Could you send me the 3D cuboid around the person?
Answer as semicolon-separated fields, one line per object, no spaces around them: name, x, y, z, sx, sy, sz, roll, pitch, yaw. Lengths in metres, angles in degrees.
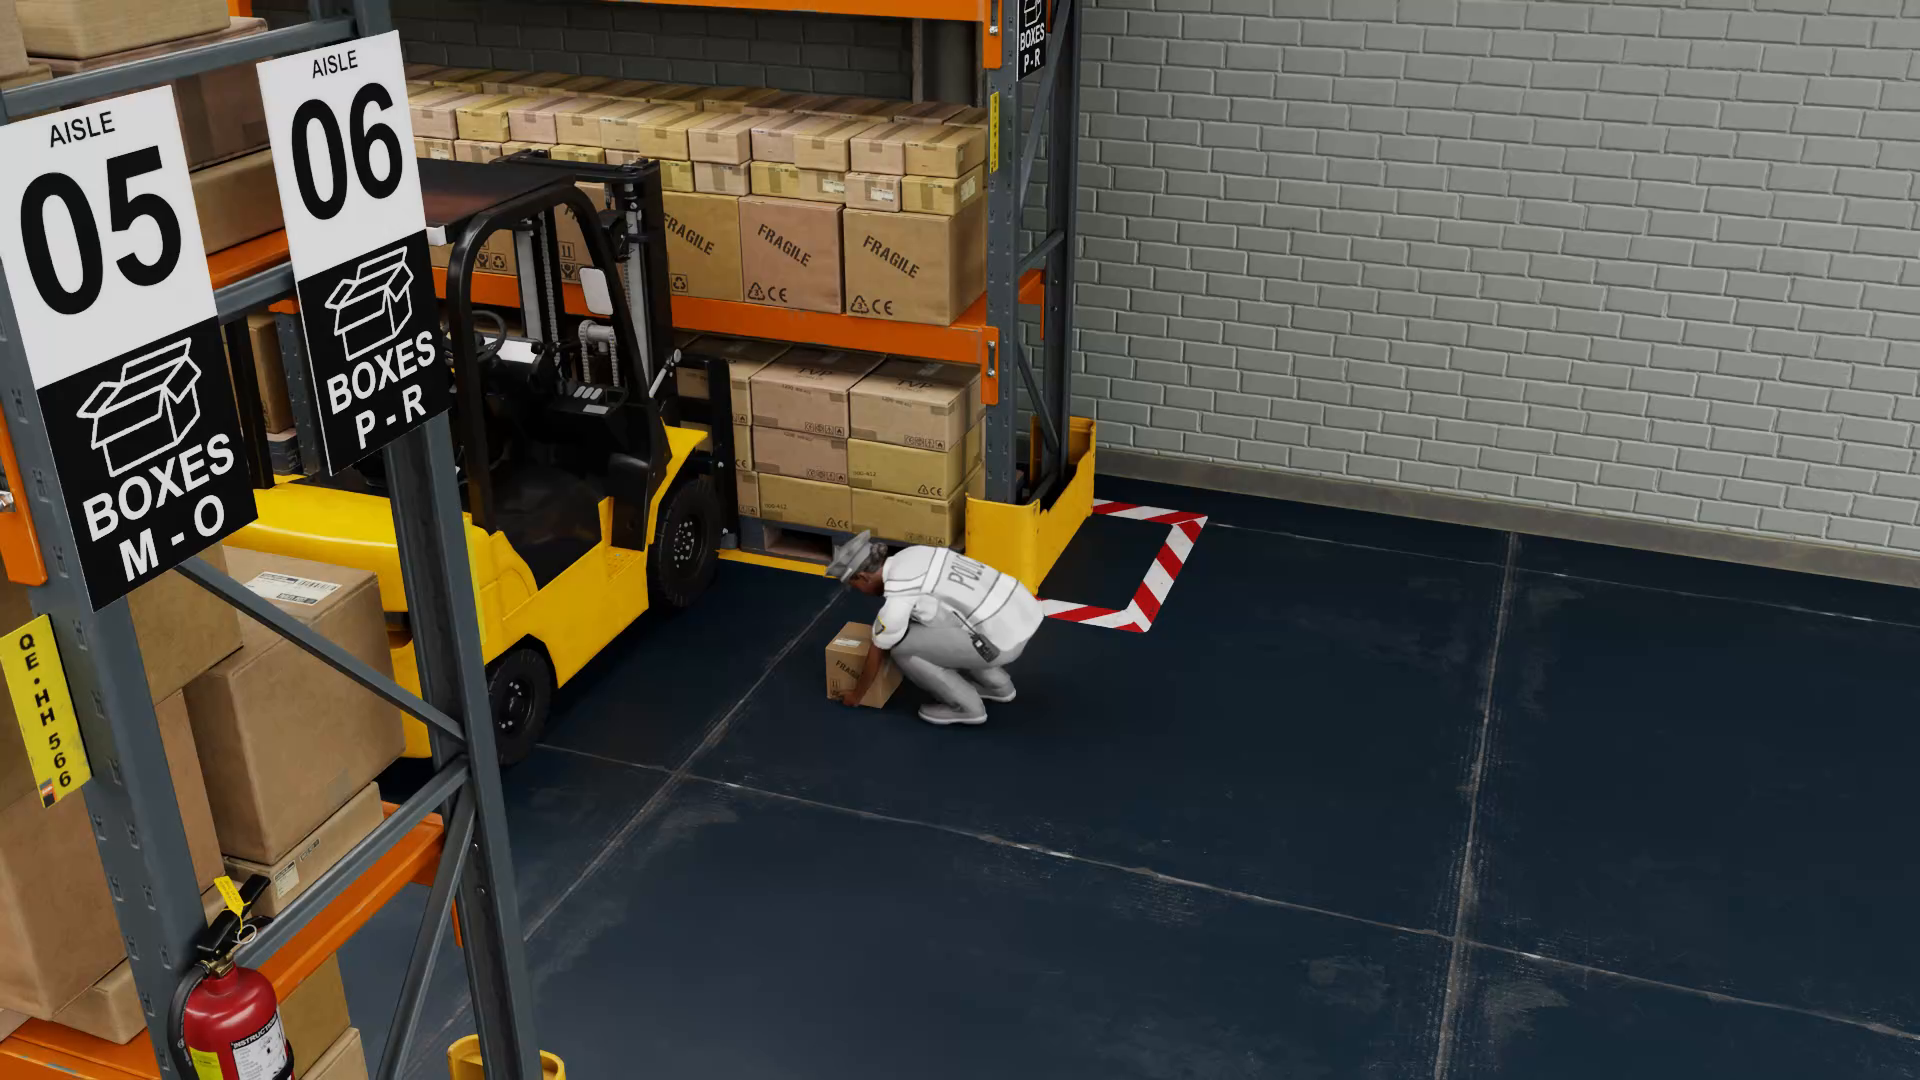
person;-0.110;0.375;6.937;0.898;0.841;0.462;8;27;17
